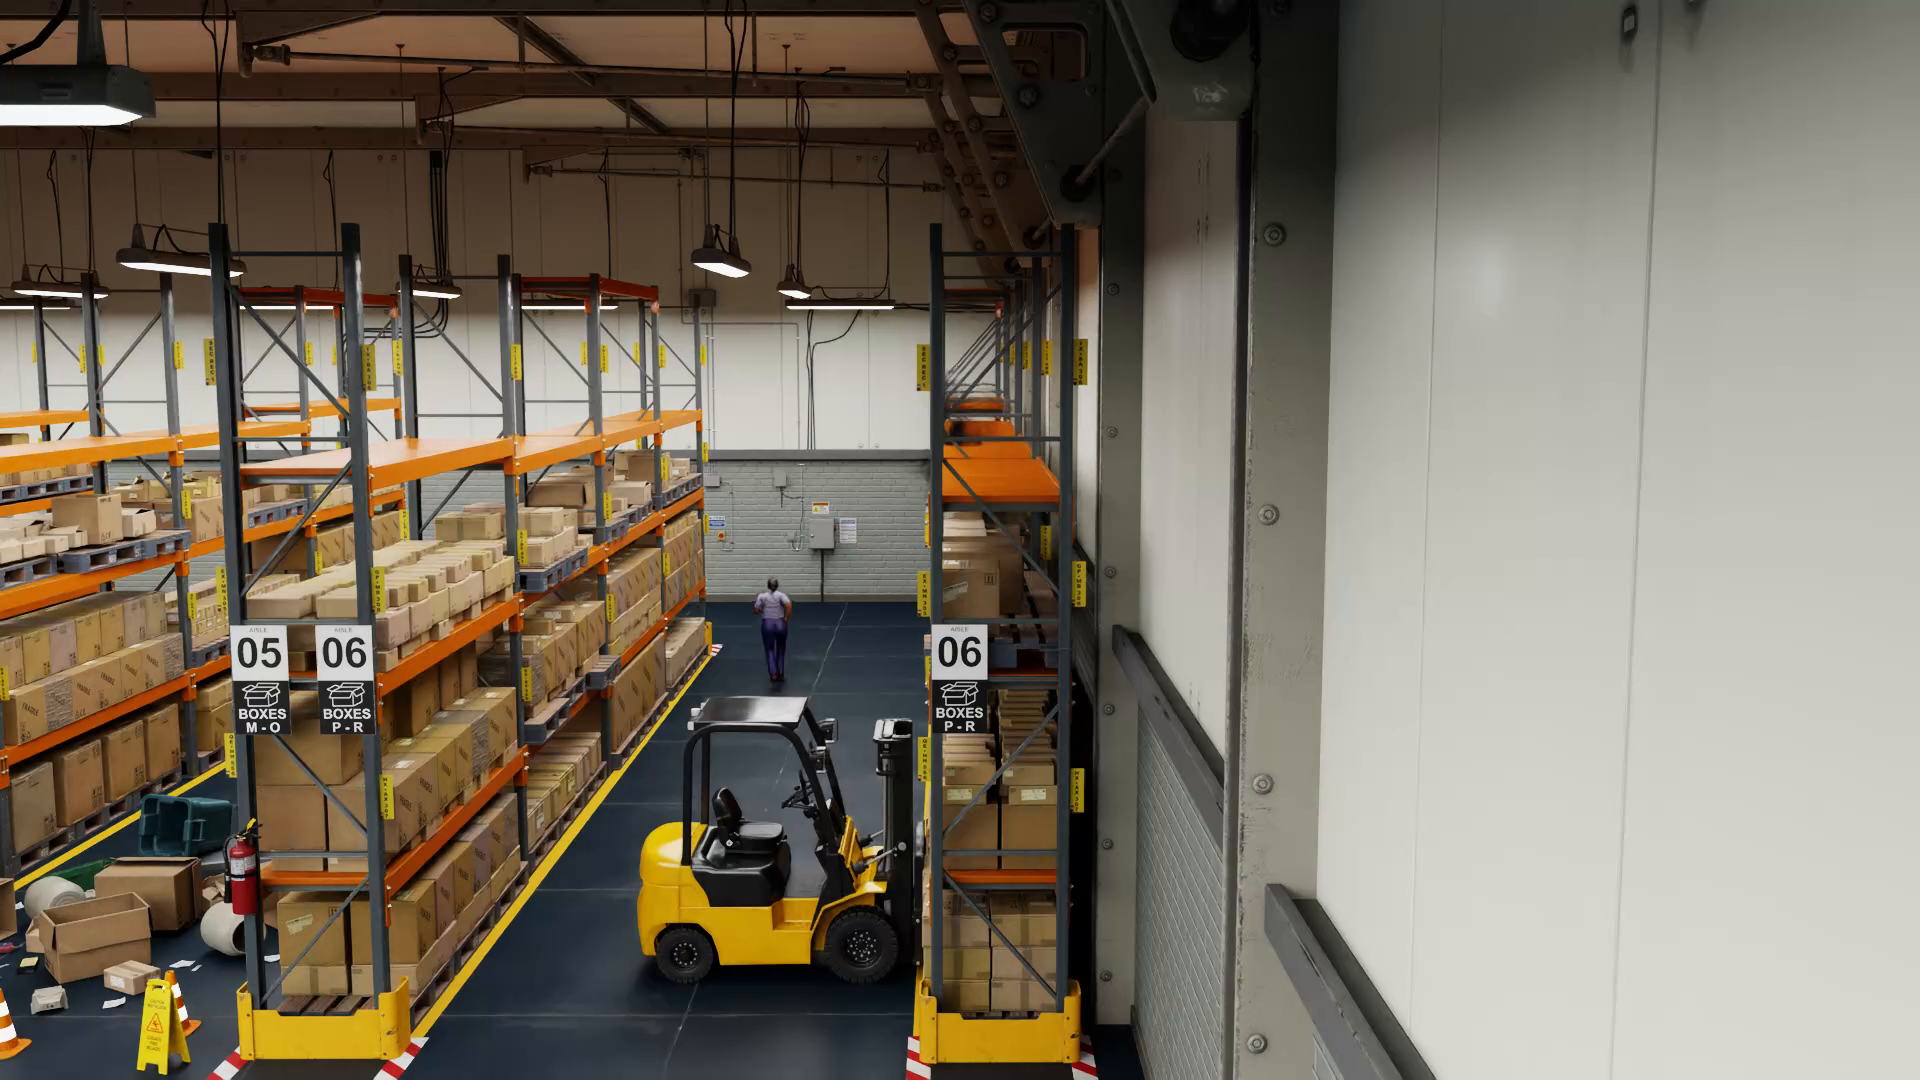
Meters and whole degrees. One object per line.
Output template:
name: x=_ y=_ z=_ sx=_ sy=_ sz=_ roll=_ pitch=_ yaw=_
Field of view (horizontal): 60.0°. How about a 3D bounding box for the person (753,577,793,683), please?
person: x=-2.848 y=1.424 z=25.326 sx=0.577 sy=1.705 sz=0.838 roll=-1 pitch=7 yaw=-12
